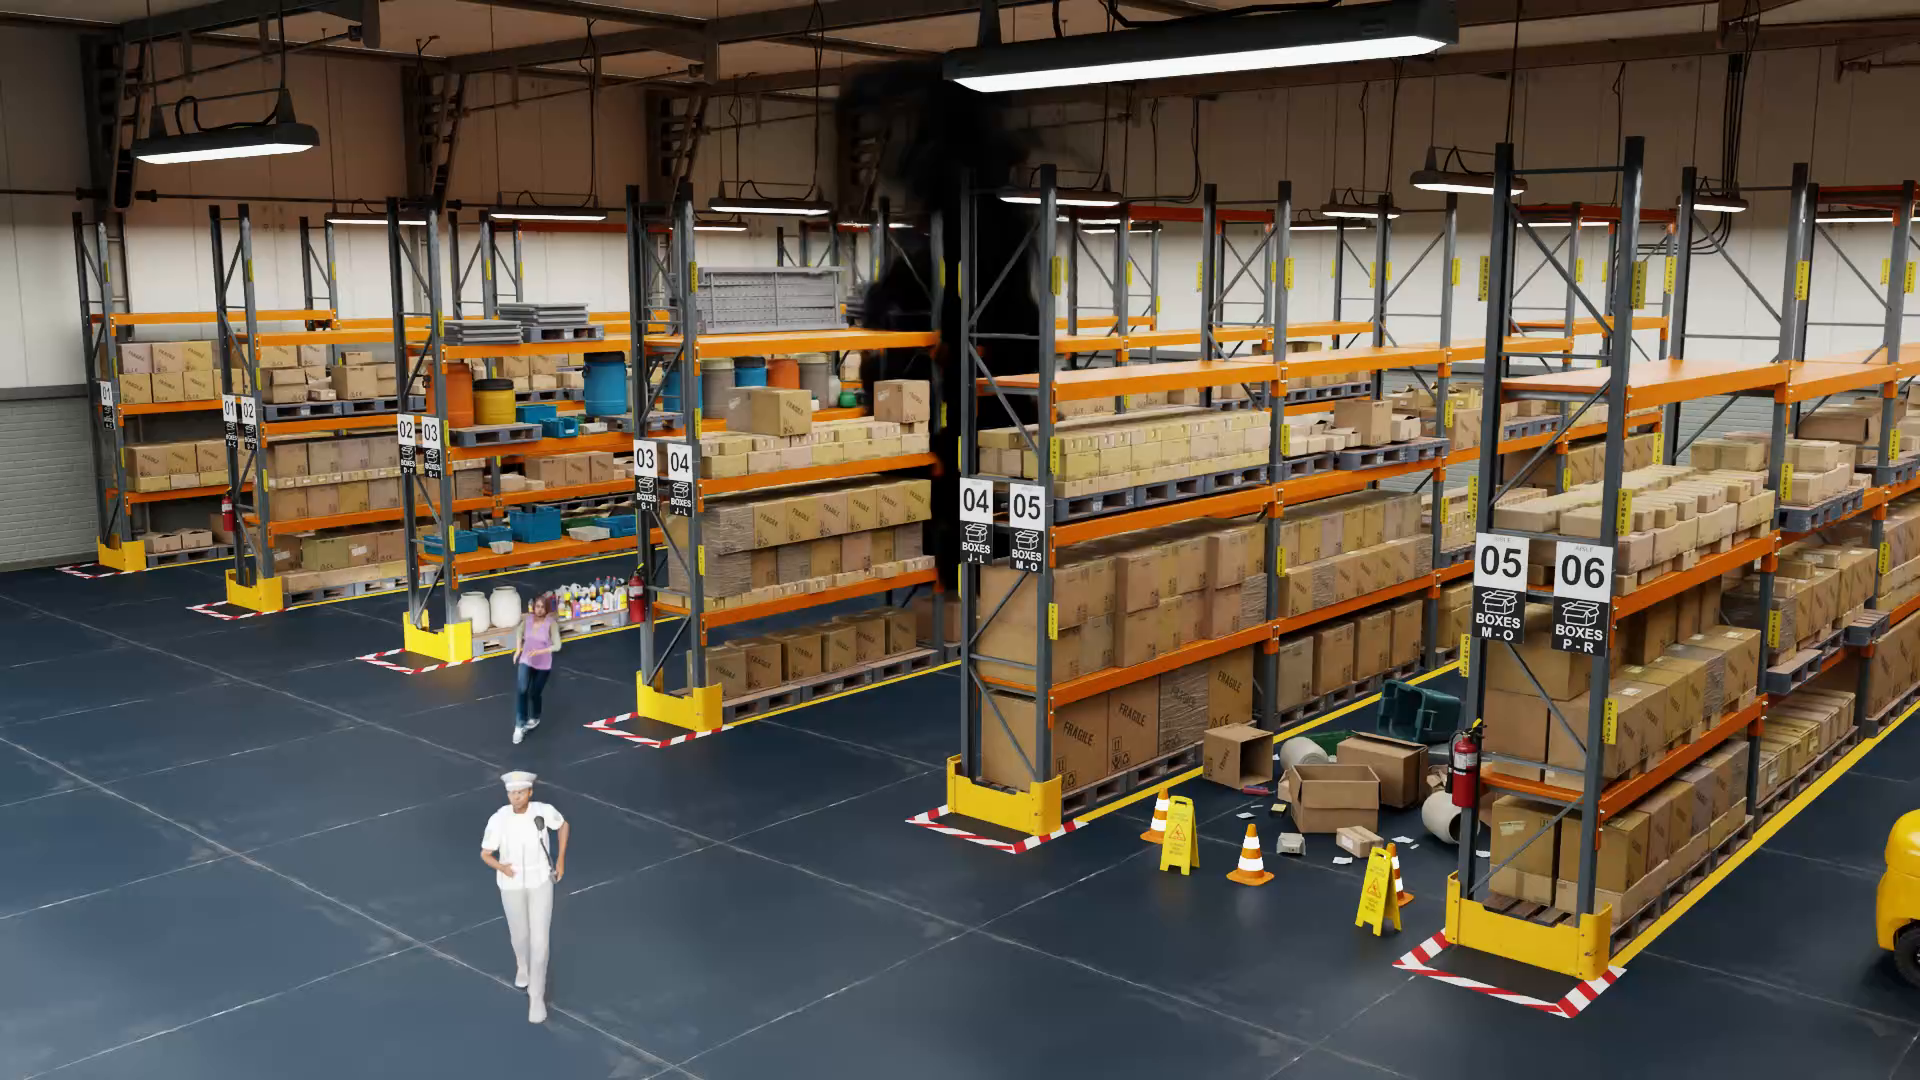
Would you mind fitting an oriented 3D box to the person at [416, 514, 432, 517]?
[{"bbox_3d":[-9.456,-0.519,29.359,0.573,1.775,0.867,5,11,29],"label":"person"}]

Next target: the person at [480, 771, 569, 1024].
[{"bbox_3d":[-3.037,2.438,11.648,0.580,1.747,0.759,-1,10,-8],"label":"person"}]

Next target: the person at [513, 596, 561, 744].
[{"bbox_3d":[-4.629,1.388,18.246,0.549,1.559,0.660,0,9,-2],"label":"person"}]
